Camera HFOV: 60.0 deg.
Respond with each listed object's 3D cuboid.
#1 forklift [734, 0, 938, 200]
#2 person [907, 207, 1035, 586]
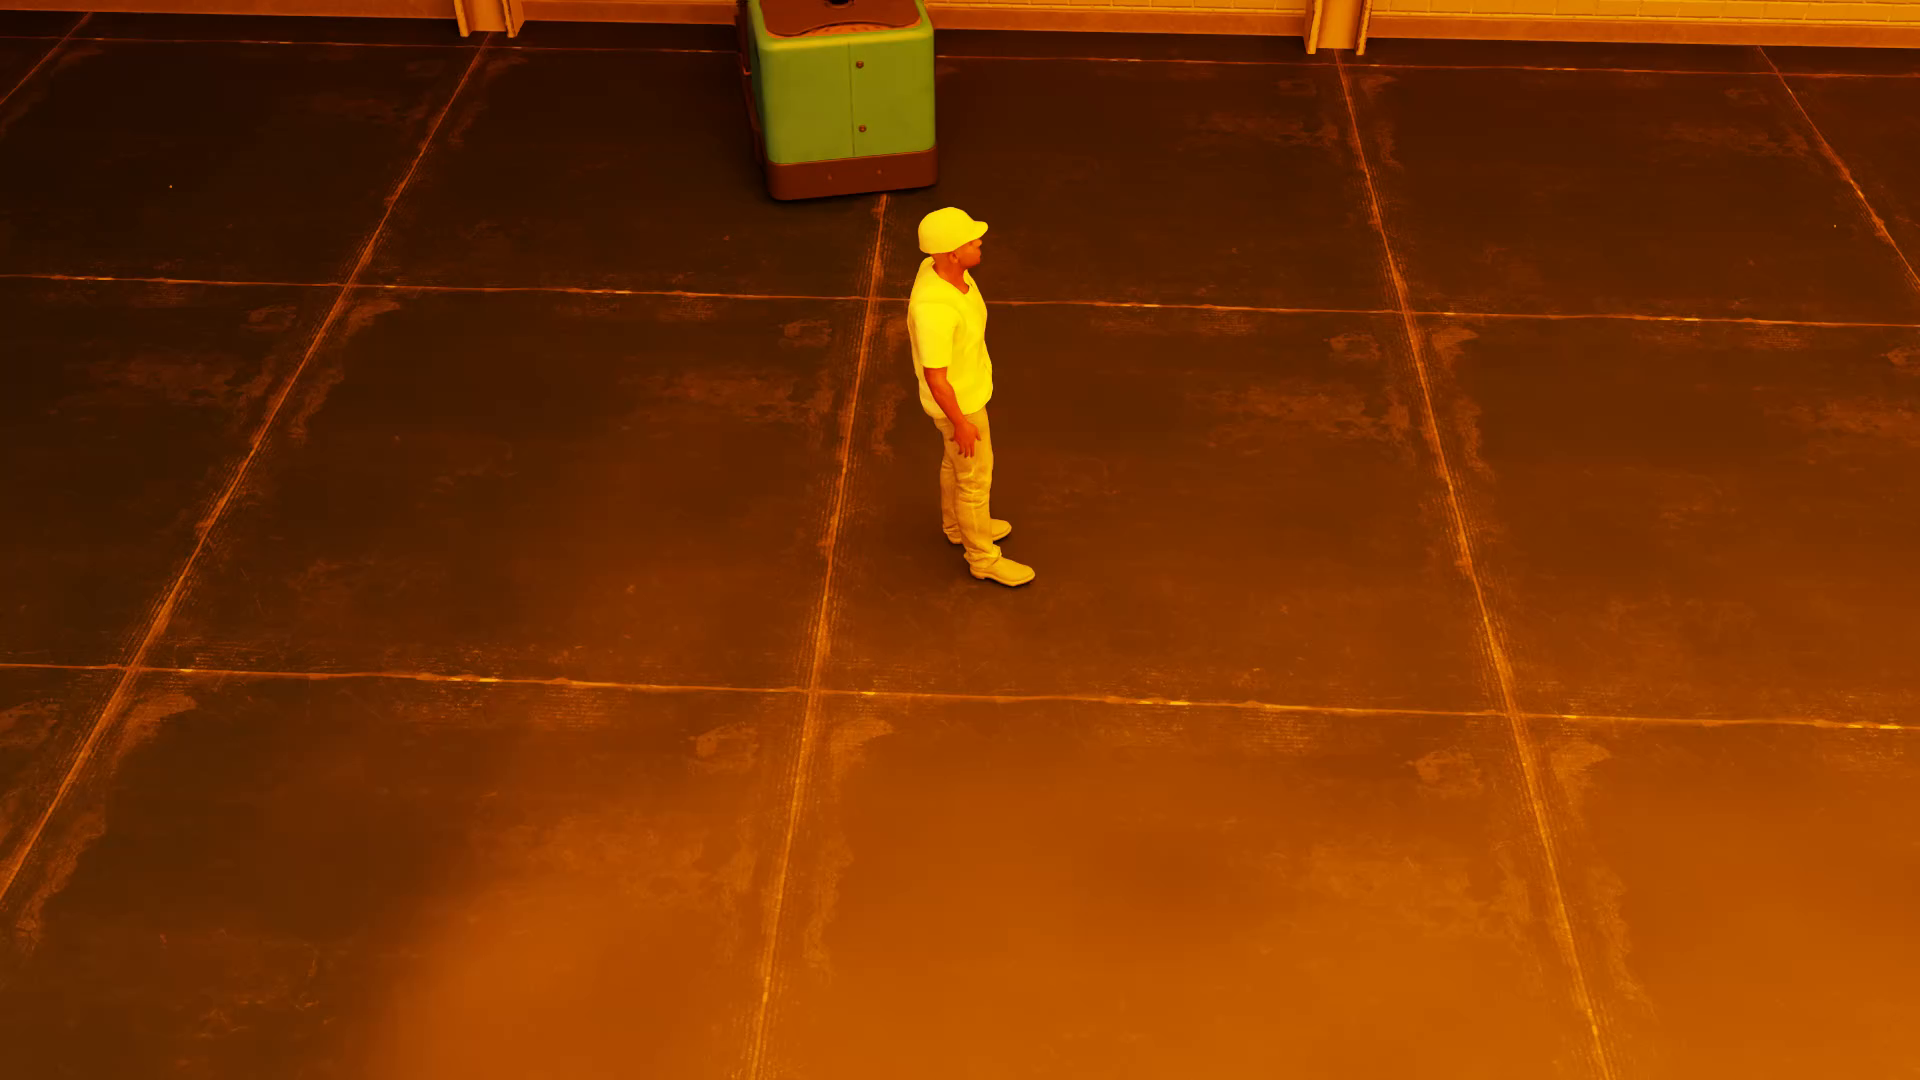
[{"bbox_3d":[-0.915,-4.140,10.277,1.130,2.935,3.031,-7,43,-8],"label":"forklift"},{"bbox_3d":[0.070,-0.652,7.309,0.575,1.768,0.665,2,42,2],"label":"person"}]
